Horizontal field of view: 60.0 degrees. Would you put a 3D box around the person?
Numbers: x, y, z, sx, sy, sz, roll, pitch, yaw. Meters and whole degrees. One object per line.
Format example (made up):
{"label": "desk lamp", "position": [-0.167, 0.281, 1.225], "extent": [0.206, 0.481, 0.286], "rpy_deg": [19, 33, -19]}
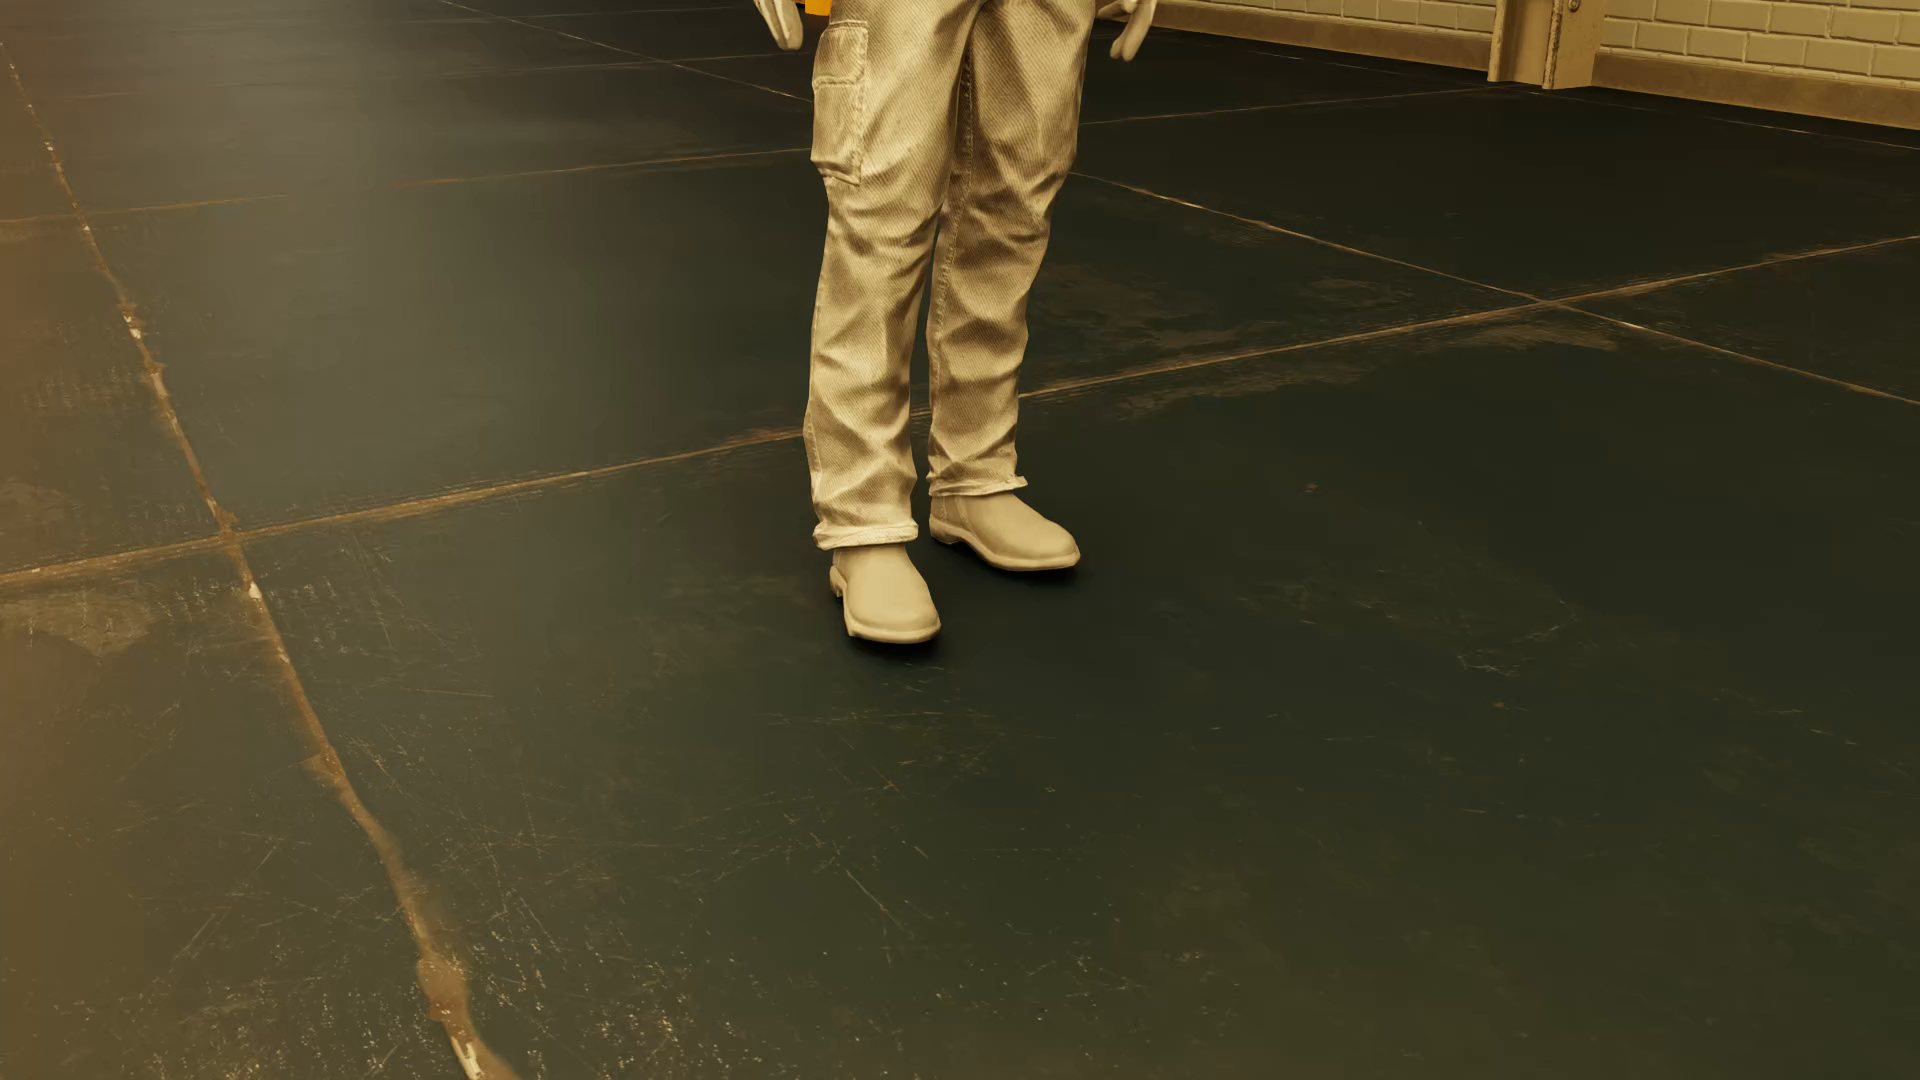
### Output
{"label": "person", "position": [0.029, -0.806, 2.231], "extent": [0.657, 1.785, 0.575], "rpy_deg": [-12, 25, -28]}
